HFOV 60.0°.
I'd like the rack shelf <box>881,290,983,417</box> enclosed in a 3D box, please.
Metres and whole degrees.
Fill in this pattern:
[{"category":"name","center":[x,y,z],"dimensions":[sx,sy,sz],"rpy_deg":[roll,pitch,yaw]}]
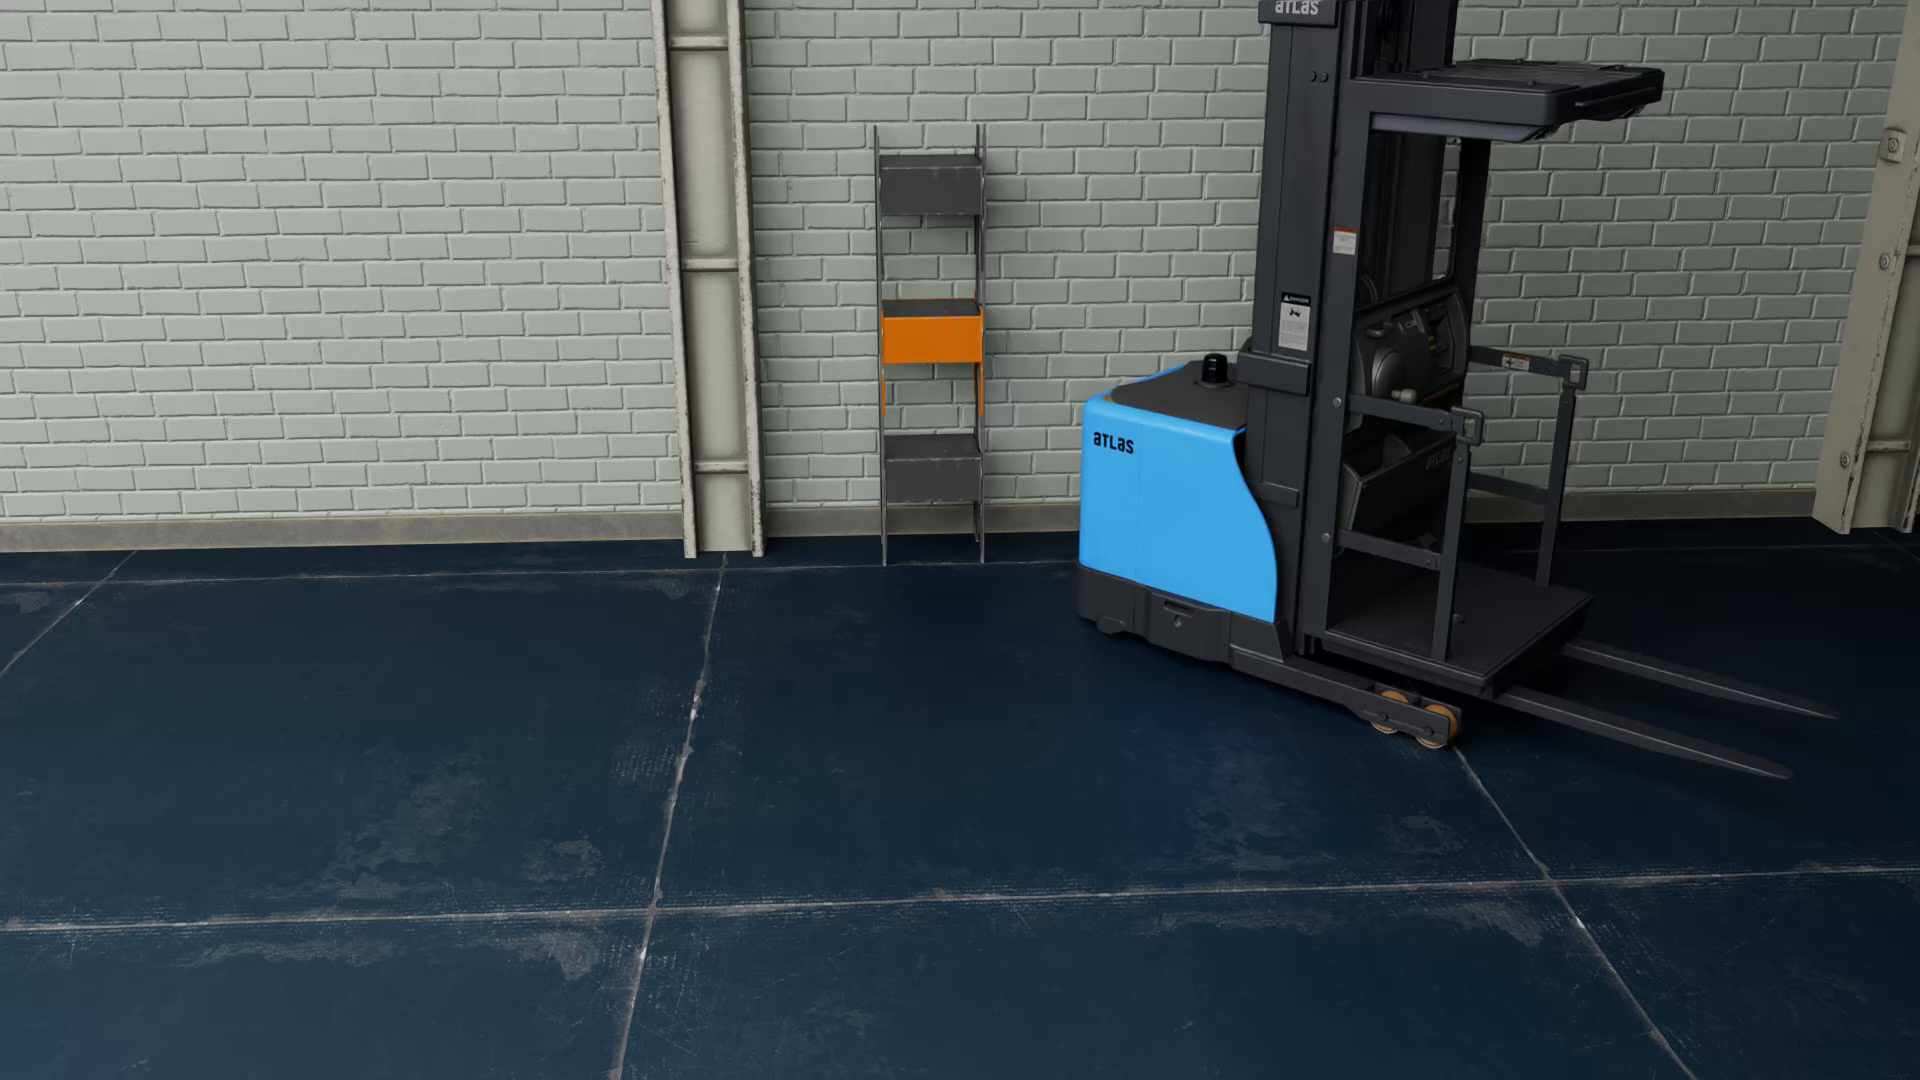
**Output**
[{"category":"rack shelf","center":[-0.145,-0.912,8.104],"dimensions":[0.480,0.518,0.431],"rpy_deg":[-2,21,-4]}]

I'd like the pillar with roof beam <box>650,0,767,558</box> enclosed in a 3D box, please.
[{"category":"pillar with roof beam","center":[-0.951,-2.644,2.919],"dimensions":[0.400,9.000,9.100],"rpy_deg":[-1,21,-3]}]

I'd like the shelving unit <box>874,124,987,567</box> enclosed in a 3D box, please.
[{"category":"shelving unit","center":[-0.145,-0.925,8.099],"dimensions":[0.503,2.100,0.431],"rpy_deg":[-2,21,-4]}]

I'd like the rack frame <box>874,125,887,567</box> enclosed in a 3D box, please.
[{"category":"rack frame","center":[-0.388,-0.918,8.082],"dimensions":[0.015,2.100,0.400],"rpy_deg":[-2,21,-4]}]

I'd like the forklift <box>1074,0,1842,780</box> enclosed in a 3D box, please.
[{"category":"forklift","center":[1.966,-0.768,6.519],"dimensions":[3.031,2.935,1.130],"rpy_deg":[17,27,38]}]

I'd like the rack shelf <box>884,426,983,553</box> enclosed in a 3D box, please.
[{"category":"rack shelf","center":[-0.145,-0.258,8.353],"dimensions":[0.480,0.518,0.431],"rpy_deg":[-2,21,-4]}]

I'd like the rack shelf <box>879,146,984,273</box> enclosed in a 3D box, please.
[{"category":"rack shelf","center":[-0.145,-1.566,7.855],"dimensions":[0.480,0.518,0.431],"rpy_deg":[-2,21,-4]}]

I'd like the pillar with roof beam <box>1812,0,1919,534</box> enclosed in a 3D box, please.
[{"category":"pillar with roof beam","center":[5.039,-2.766,3.240],"dimensions":[0.400,9.000,9.100],"rpy_deg":[-1,21,-3]}]

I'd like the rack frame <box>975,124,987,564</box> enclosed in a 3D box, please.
[{"category":"rack frame","center":[0.099,-0.931,8.116],"dimensions":[0.015,2.100,0.400],"rpy_deg":[-2,21,-4]}]
